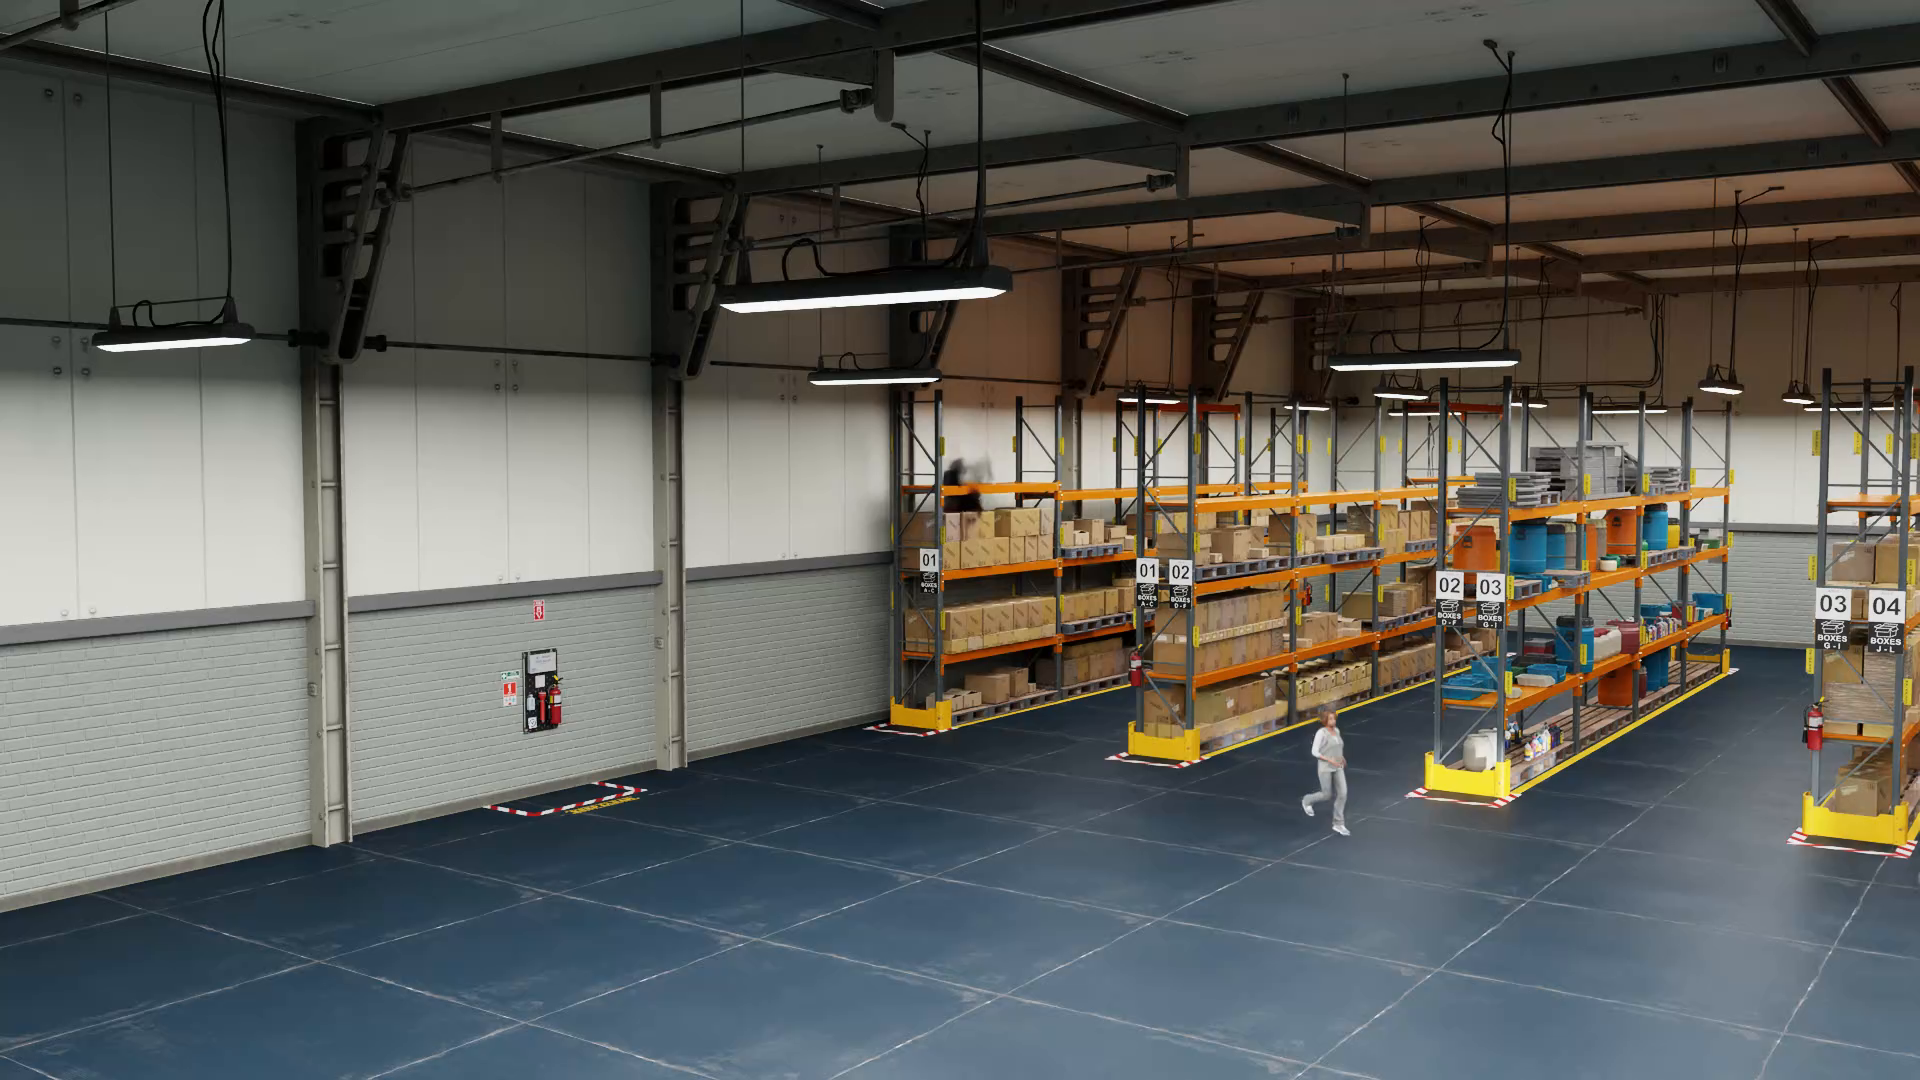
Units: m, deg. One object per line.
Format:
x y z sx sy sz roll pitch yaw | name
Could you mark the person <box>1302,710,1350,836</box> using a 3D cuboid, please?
4.814 3.006 21.714 0.555 1.584 0.815 -2 4 -30 | person
